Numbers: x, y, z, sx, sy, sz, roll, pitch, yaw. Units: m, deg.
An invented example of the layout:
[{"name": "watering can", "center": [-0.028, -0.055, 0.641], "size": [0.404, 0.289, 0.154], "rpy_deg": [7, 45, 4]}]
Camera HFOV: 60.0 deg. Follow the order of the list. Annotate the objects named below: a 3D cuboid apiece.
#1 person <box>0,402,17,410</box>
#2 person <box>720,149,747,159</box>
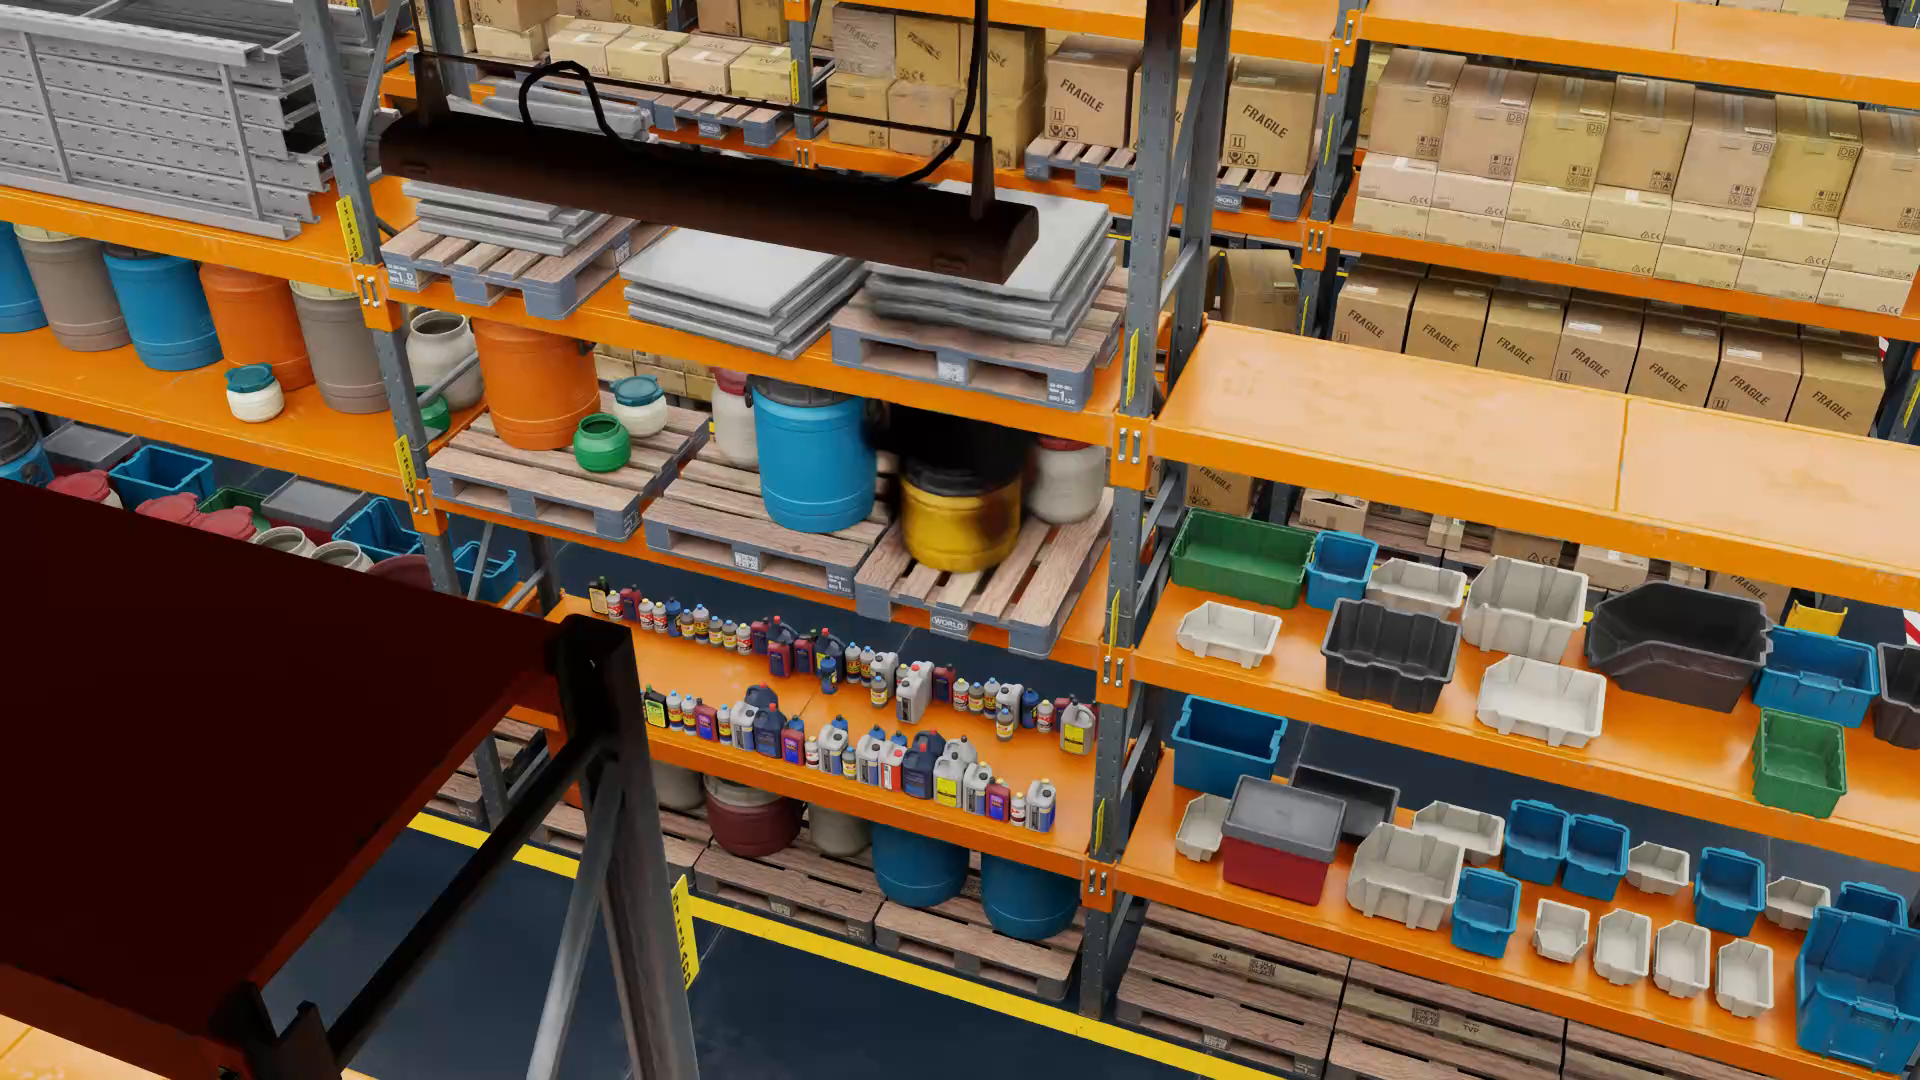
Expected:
[{"name": "person", "center": [-7.804, -1.101, 13.420], "size": [0.641, 1.762, 0.672], "rpy_deg": [12, 38, 16]}, {"name": "person", "center": [-2.072, -2.921, 15.934], "size": [0.892, 1.742, 0.585], "rpy_deg": [15, 39, 19]}]
